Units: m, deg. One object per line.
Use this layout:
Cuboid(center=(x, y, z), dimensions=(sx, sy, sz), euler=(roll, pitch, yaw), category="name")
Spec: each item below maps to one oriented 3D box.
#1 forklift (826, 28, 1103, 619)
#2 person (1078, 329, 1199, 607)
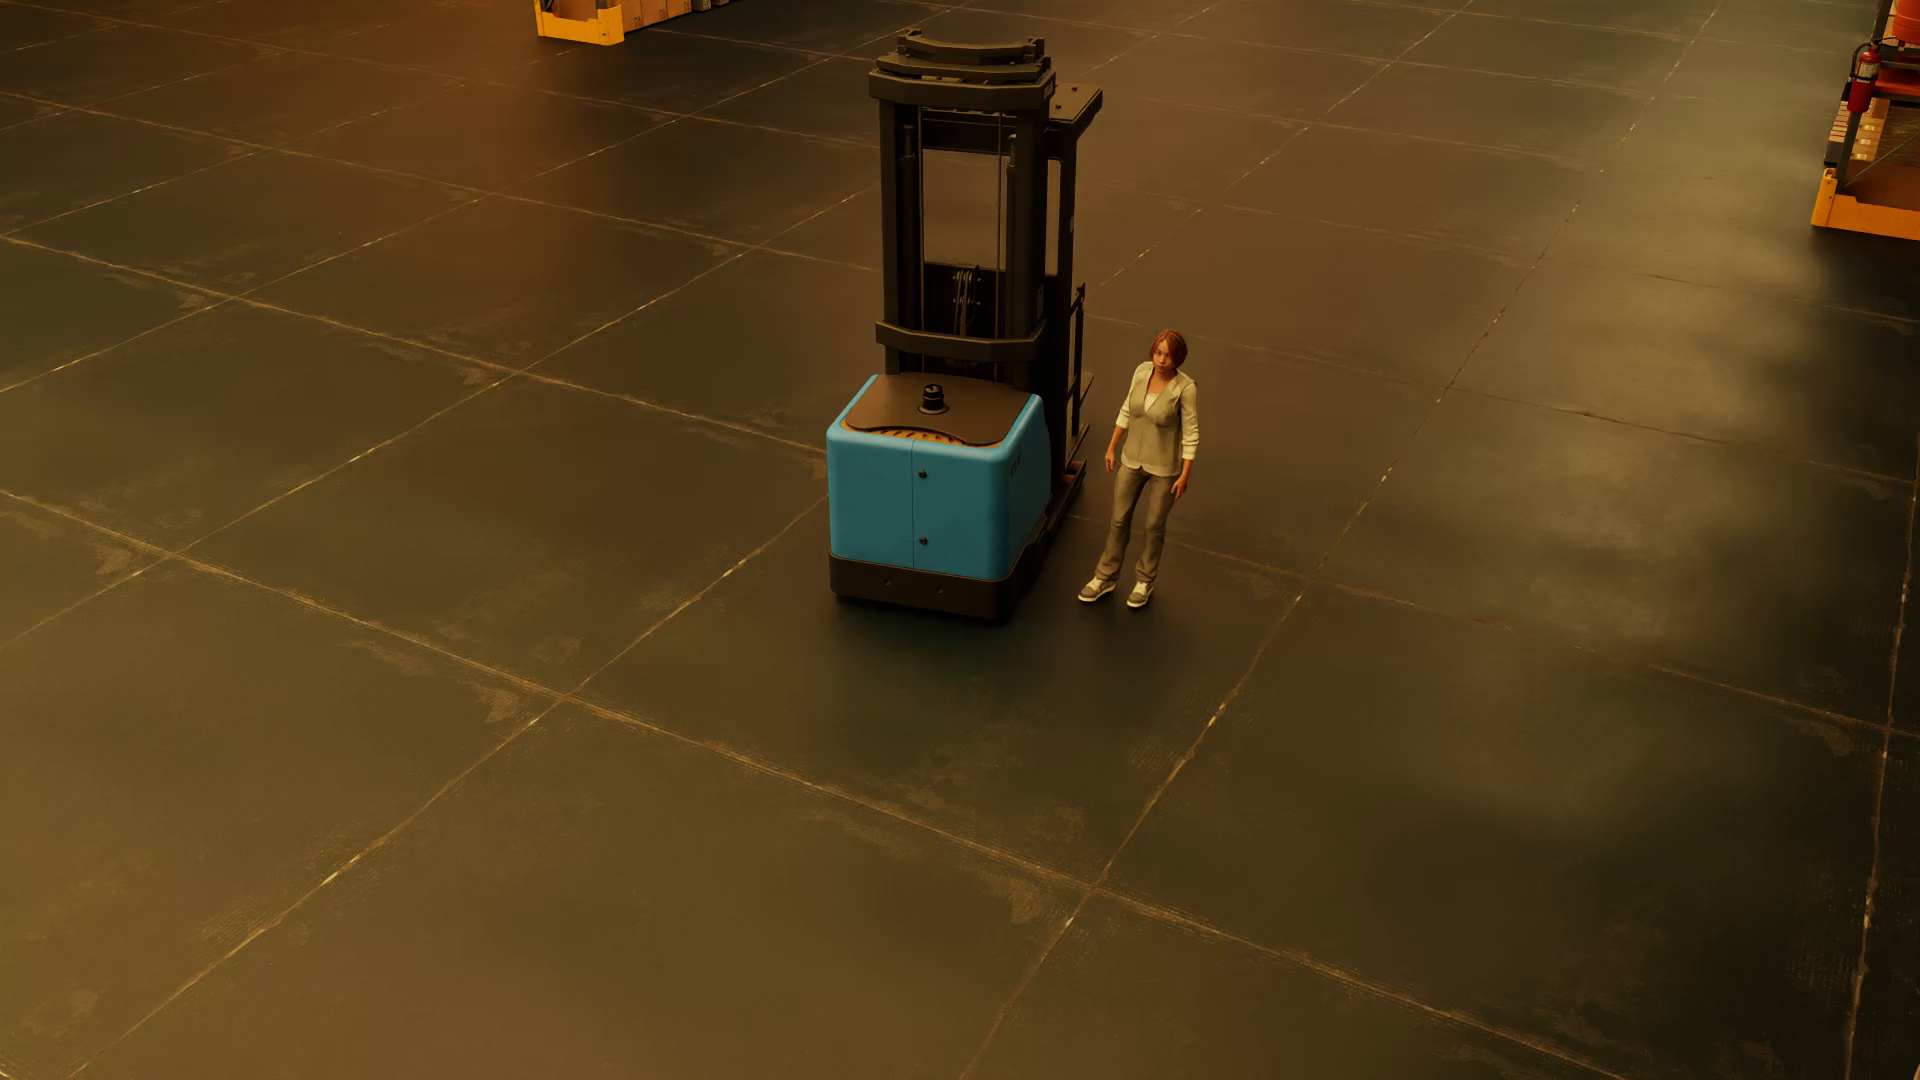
Cuboid(center=(0.174, -1.562, 9.777), dimensions=(1.130, 2.935, 3.031), euler=(8, 31, 14), category="forklift")
Cuboid(center=(0.994, -0.370, 9.032), dimensions=(0.520, 1.597, 0.475), euler=(19, 35, 29), category="person")
